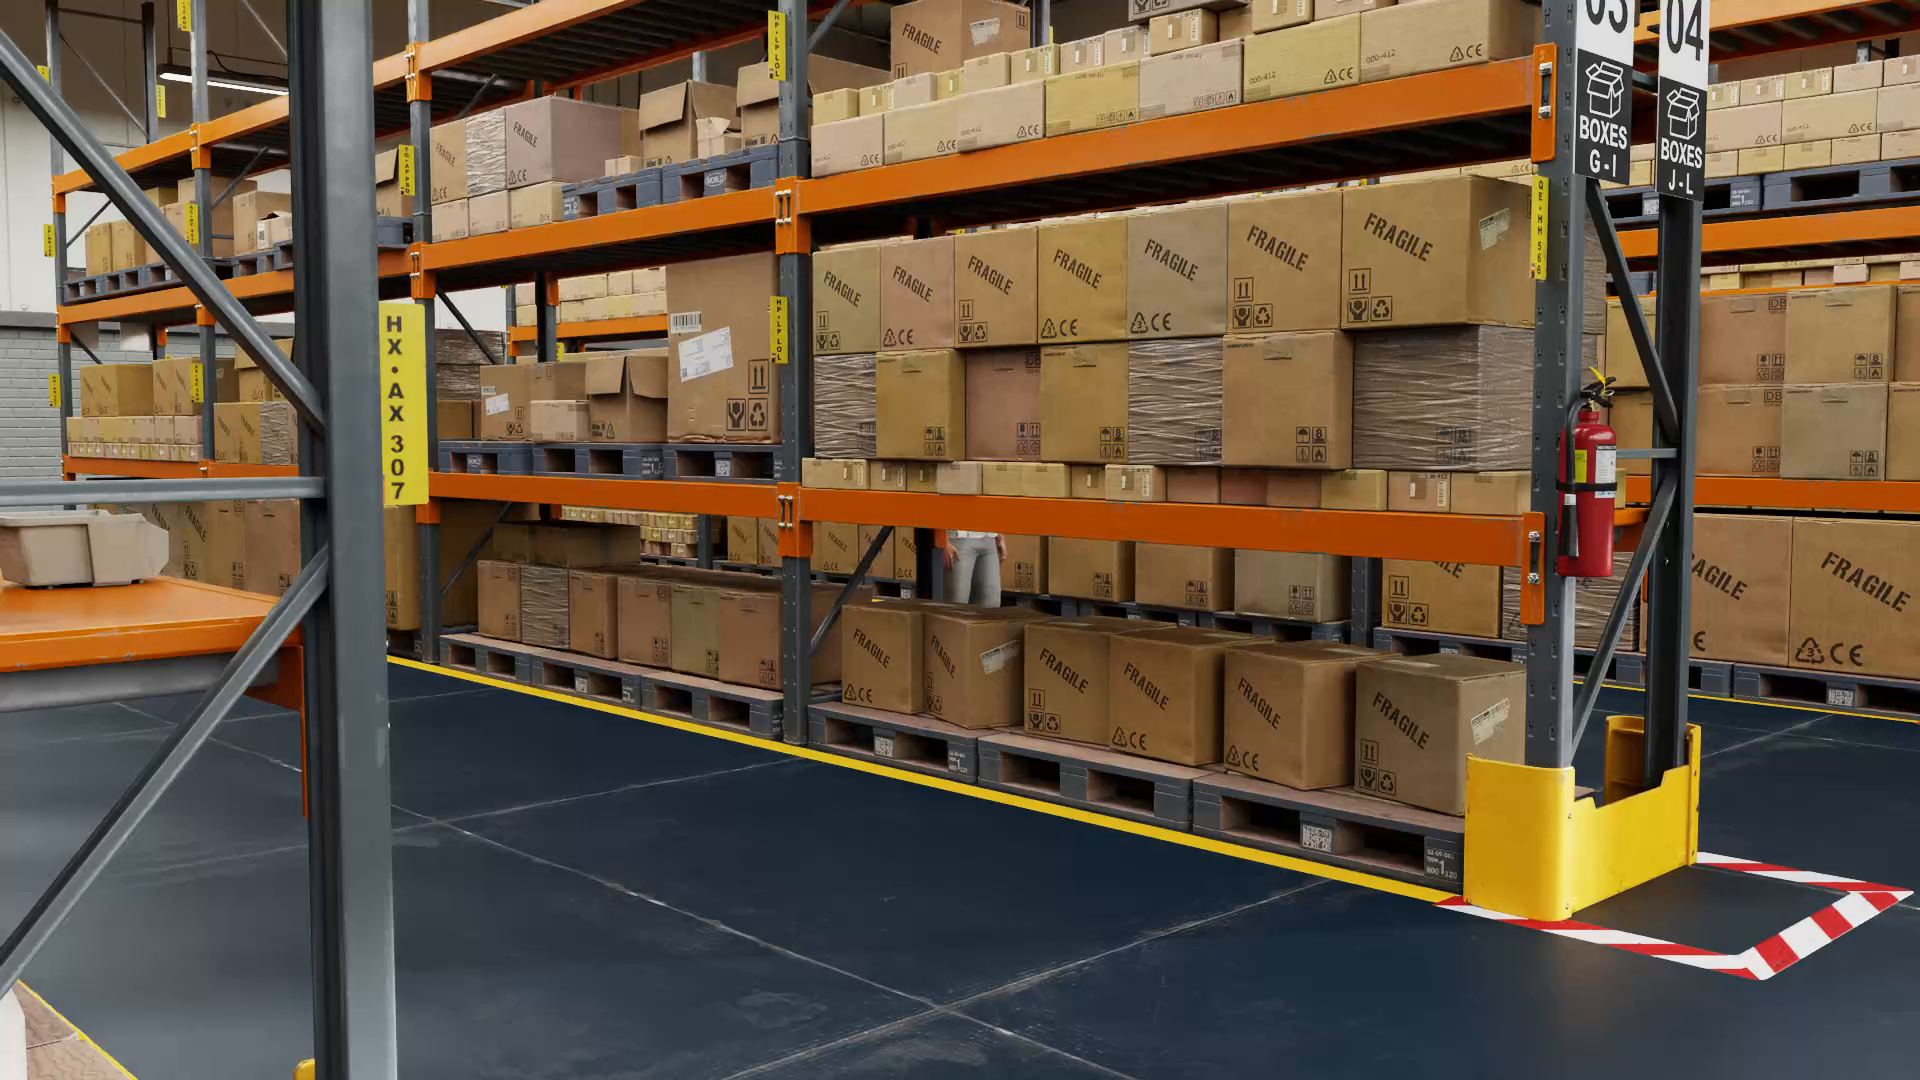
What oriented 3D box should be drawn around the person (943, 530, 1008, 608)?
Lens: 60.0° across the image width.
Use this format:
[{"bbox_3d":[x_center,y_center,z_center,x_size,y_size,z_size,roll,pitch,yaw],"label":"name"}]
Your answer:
[{"bbox_3d":[0.041,0.024,10.355,0.586,1.748,0.436,-4,5,-43],"label":"person"}]
